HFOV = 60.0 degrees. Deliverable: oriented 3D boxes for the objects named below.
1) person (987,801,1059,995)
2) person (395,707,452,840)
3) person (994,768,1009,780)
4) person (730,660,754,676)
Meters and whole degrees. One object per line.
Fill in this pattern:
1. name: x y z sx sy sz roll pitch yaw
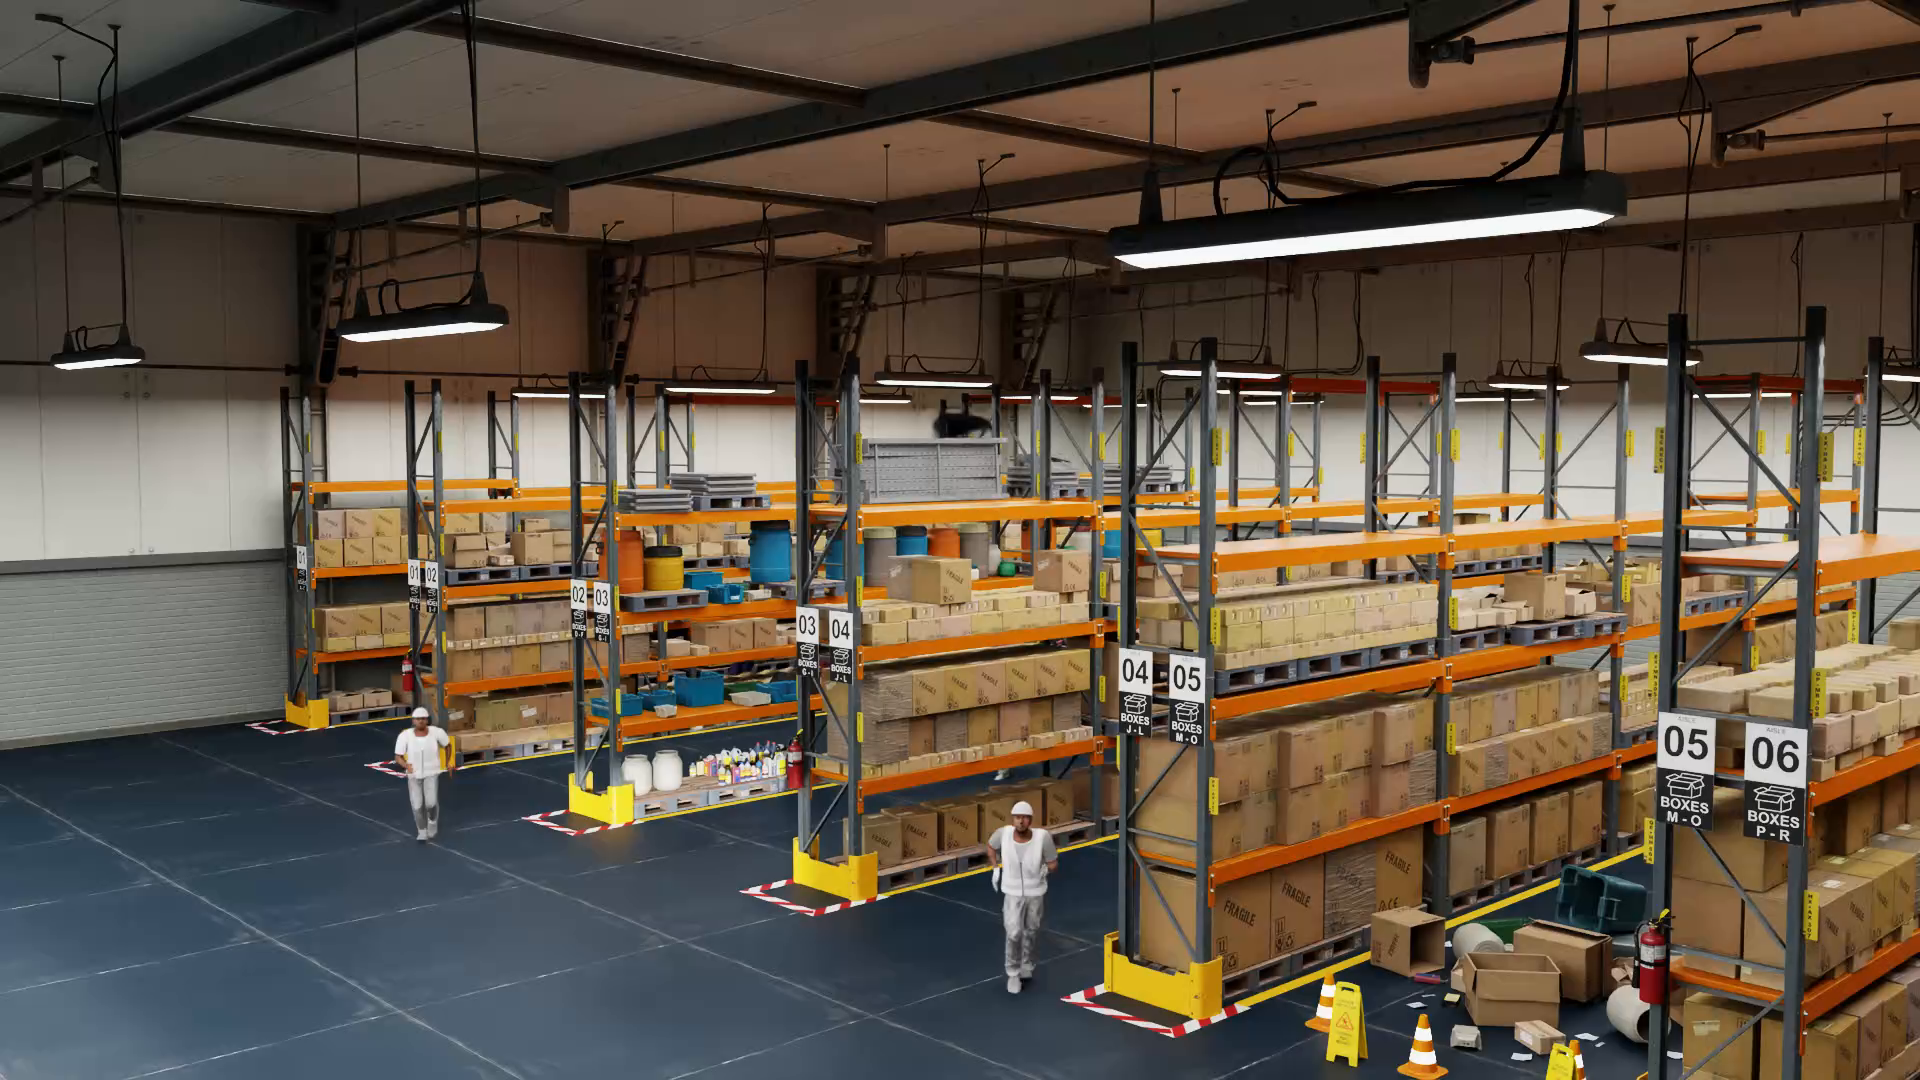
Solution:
1. person: 0.579 3.309 15.396 0.677 1.813 0.794 0 4 3
2. person: -6.743 2.955 20.909 0.682 1.716 0.700 -1 4 -15
3. person: 0.776 2.792 25.002 0.559 1.613 0.783 2 4 33
4. person: -4.318 2.369 32.349 0.633 1.477 0.796 2 4 28
